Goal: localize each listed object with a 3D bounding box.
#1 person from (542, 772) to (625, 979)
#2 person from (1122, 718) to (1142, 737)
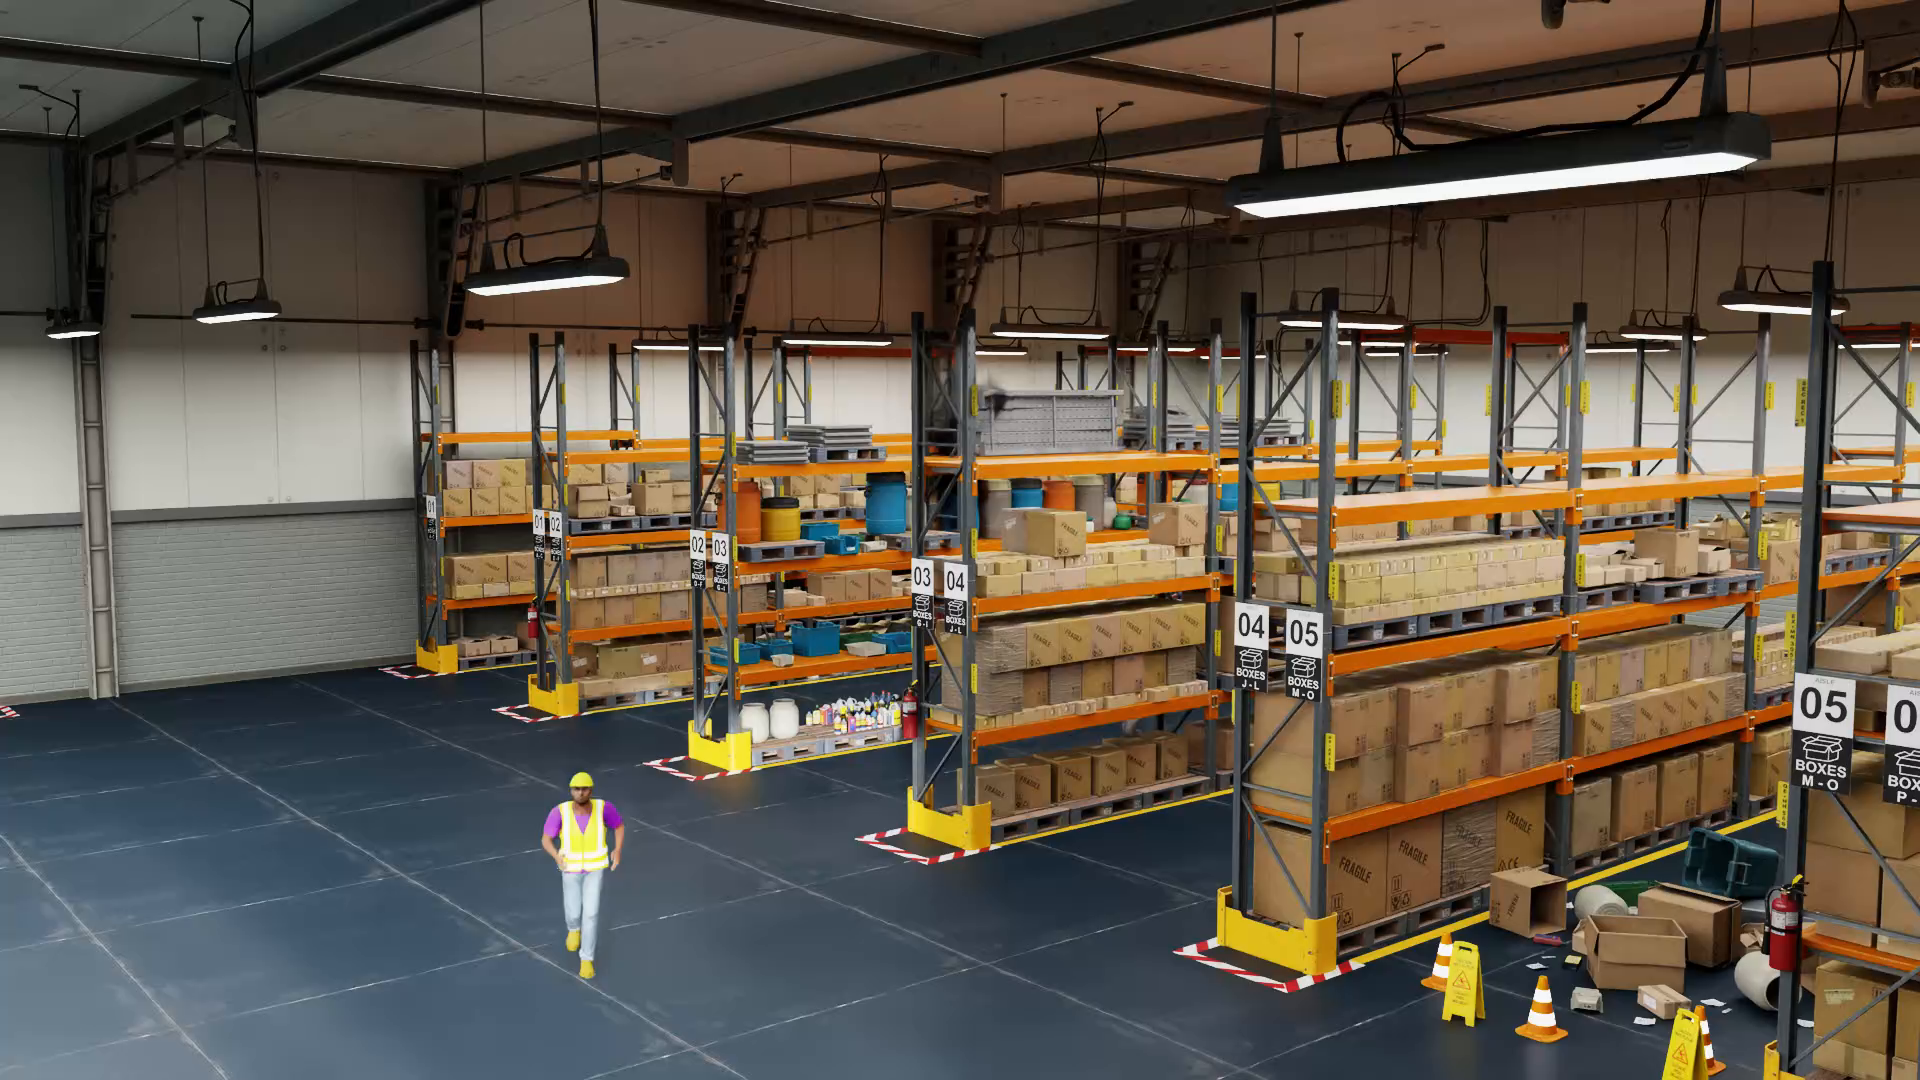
[{"bbox_3d":[-3.350,2.926,14.821,0.725,1.767,0.800,-1,5,-12],"label":"person"},{"bbox_3d":[2.339,2.240,22.710,0.507,1.649,0.550,-5,7,-43],"label":"person"}]
